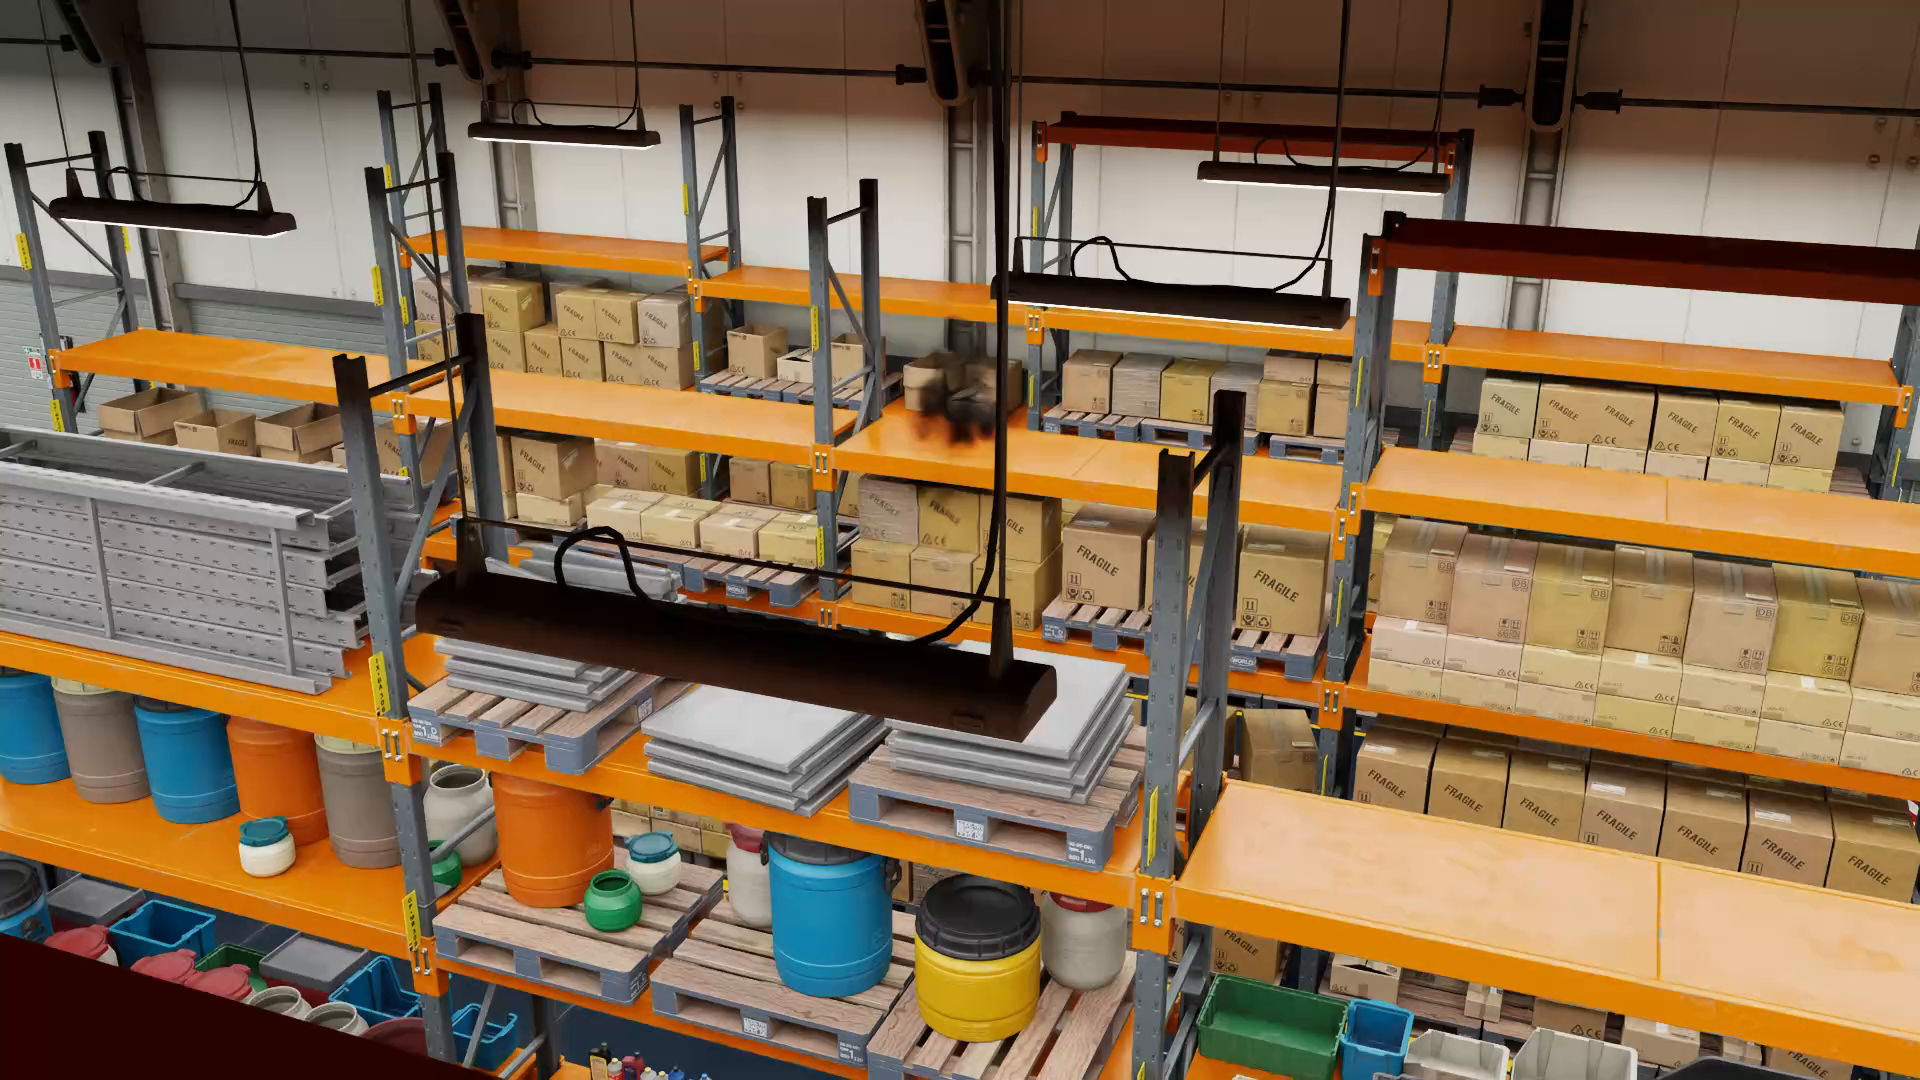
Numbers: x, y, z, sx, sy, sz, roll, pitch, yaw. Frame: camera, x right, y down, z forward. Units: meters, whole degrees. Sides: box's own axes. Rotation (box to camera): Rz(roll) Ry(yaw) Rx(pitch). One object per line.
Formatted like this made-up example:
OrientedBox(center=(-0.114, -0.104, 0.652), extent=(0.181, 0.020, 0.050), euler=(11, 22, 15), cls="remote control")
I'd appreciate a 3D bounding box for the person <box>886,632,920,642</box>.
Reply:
OrientedBox(center=(-0.510, 1.153, 16.163), extent=(0.873, 1.722, 0.614), euler=(5, 21, 14), cls="person")
